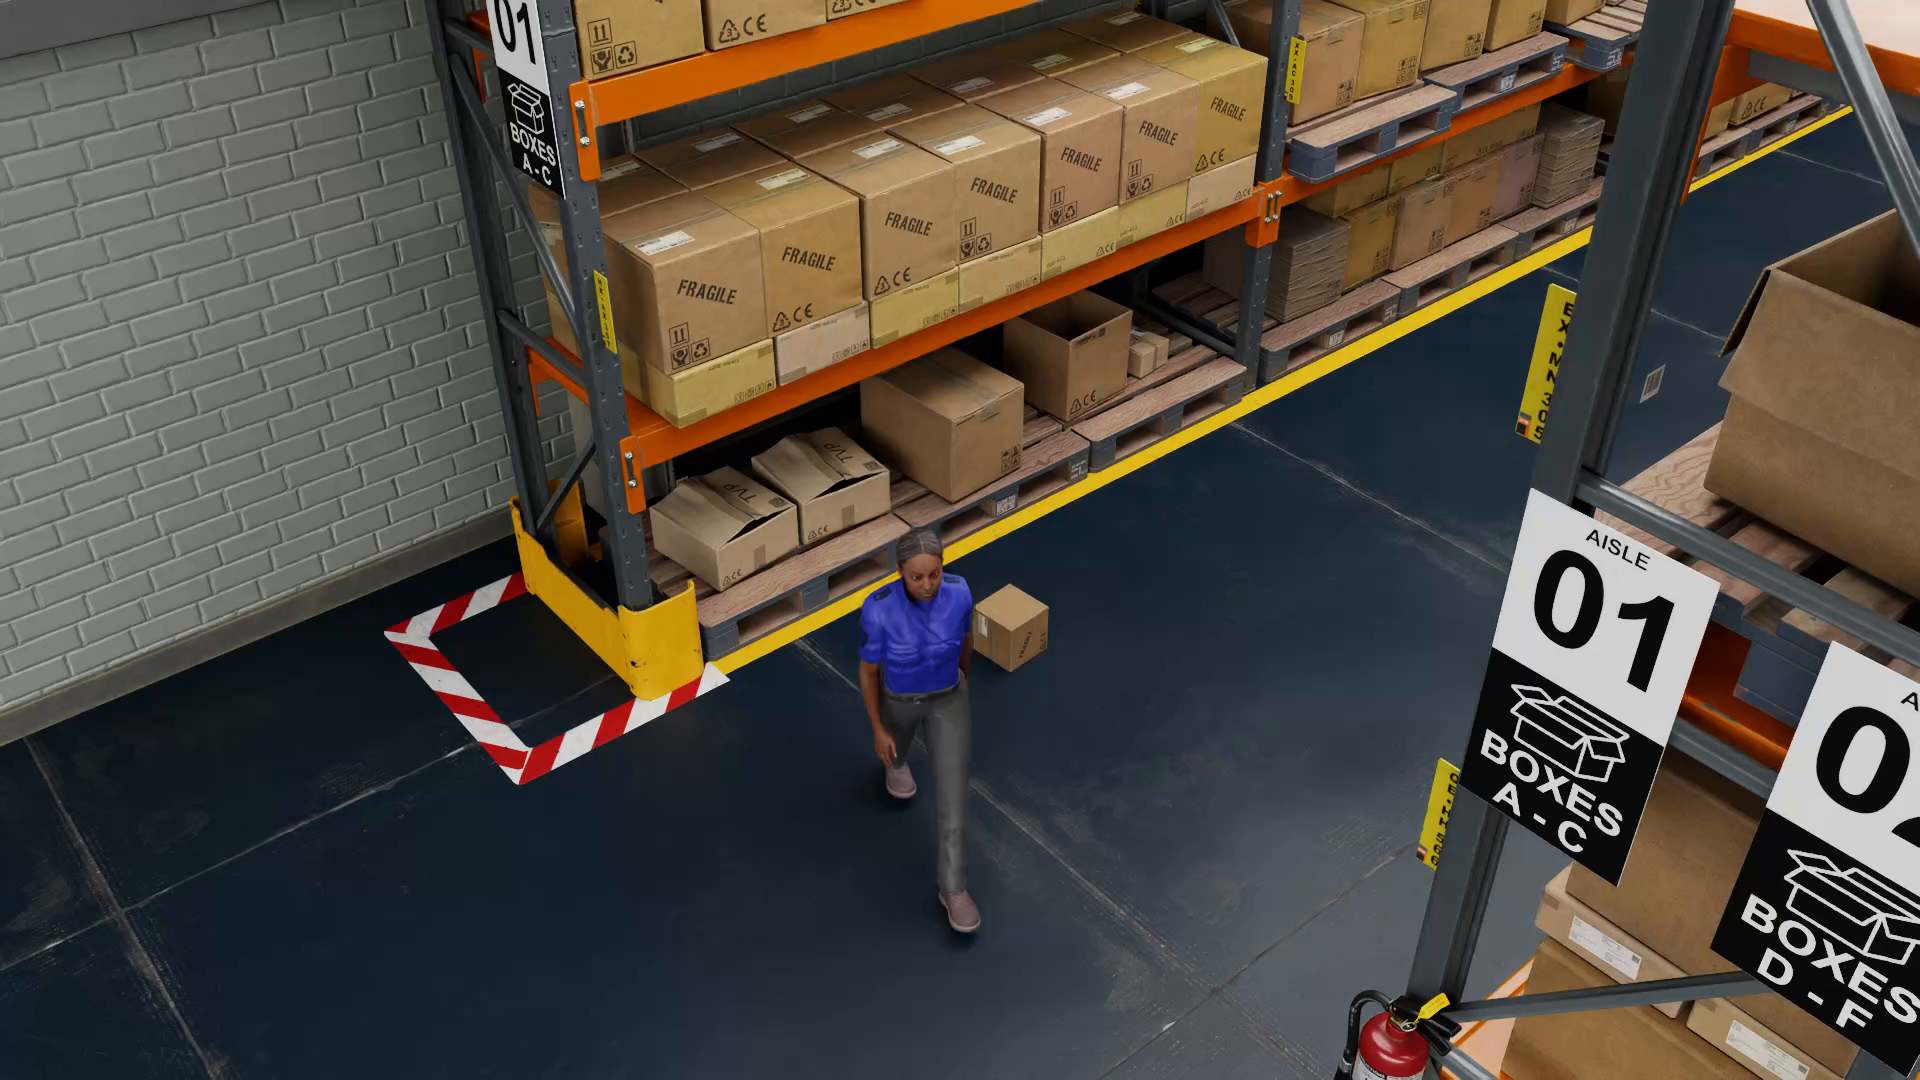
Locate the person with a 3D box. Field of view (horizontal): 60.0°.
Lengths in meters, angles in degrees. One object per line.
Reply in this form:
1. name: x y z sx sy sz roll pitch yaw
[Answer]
1. person: -0.155 0.605 6.262 0.450 1.591 1.060 -6 37 -8
